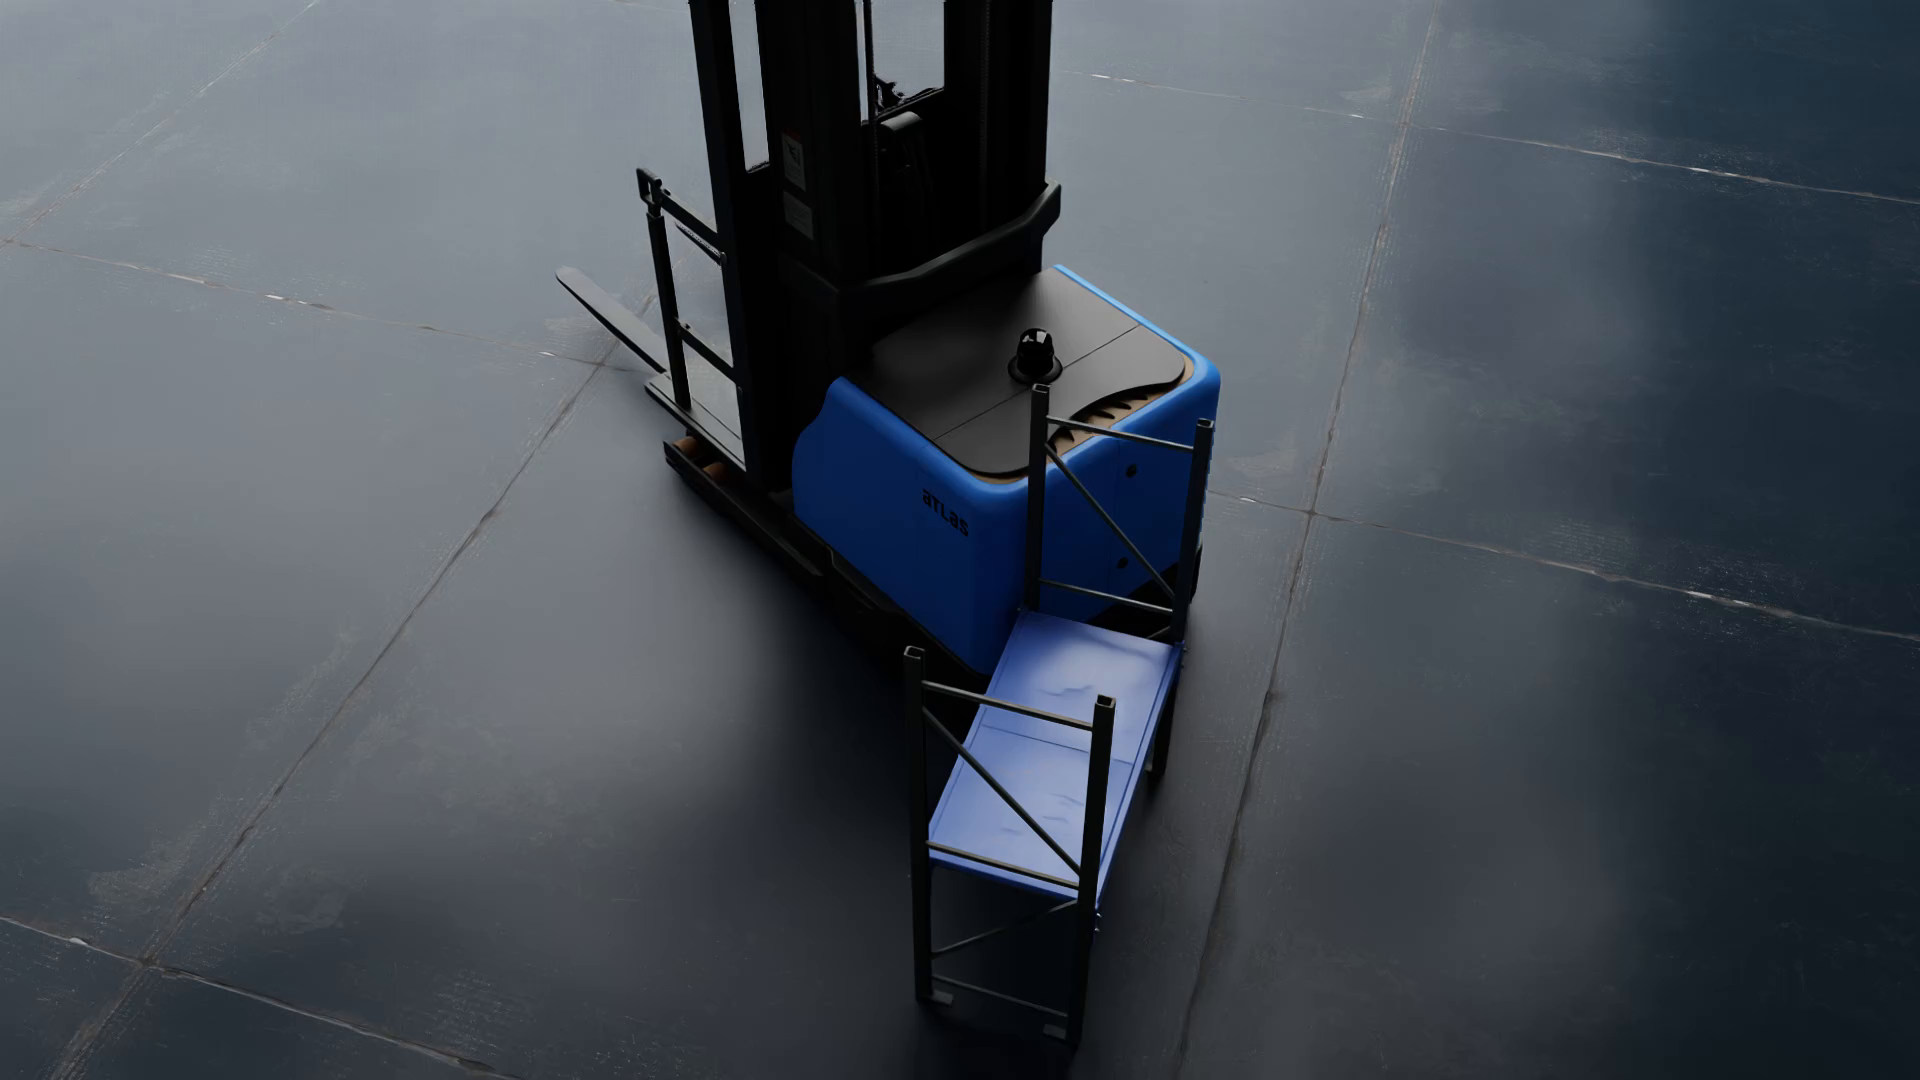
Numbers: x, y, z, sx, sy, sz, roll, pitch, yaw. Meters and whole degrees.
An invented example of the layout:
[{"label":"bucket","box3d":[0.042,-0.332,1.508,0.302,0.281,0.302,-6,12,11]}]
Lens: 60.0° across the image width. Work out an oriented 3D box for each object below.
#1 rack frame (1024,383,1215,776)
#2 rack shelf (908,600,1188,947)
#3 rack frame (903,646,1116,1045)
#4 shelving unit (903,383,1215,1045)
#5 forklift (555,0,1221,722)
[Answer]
[{"label":"rack frame","box3d":[0.437,0.173,5.001,0.500,1.500,0.032,13,46,13]},{"label":"rack shelf","box3d":[0.273,0.638,4.782,0.538,0.185,1.000,13,46,13]},{"label":"rack frame","box3d":[0.110,0.847,4.313,0.500,1.500,0.032,13,46,13]},{"label":"shelving unit","box3d":[0.273,0.510,4.657,0.538,1.500,1.048,13,46,13]},{"label":"forklift","box3d":[-0.493,-1.387,5.572,1.130,2.935,3.031,-31,52,-28]}]
